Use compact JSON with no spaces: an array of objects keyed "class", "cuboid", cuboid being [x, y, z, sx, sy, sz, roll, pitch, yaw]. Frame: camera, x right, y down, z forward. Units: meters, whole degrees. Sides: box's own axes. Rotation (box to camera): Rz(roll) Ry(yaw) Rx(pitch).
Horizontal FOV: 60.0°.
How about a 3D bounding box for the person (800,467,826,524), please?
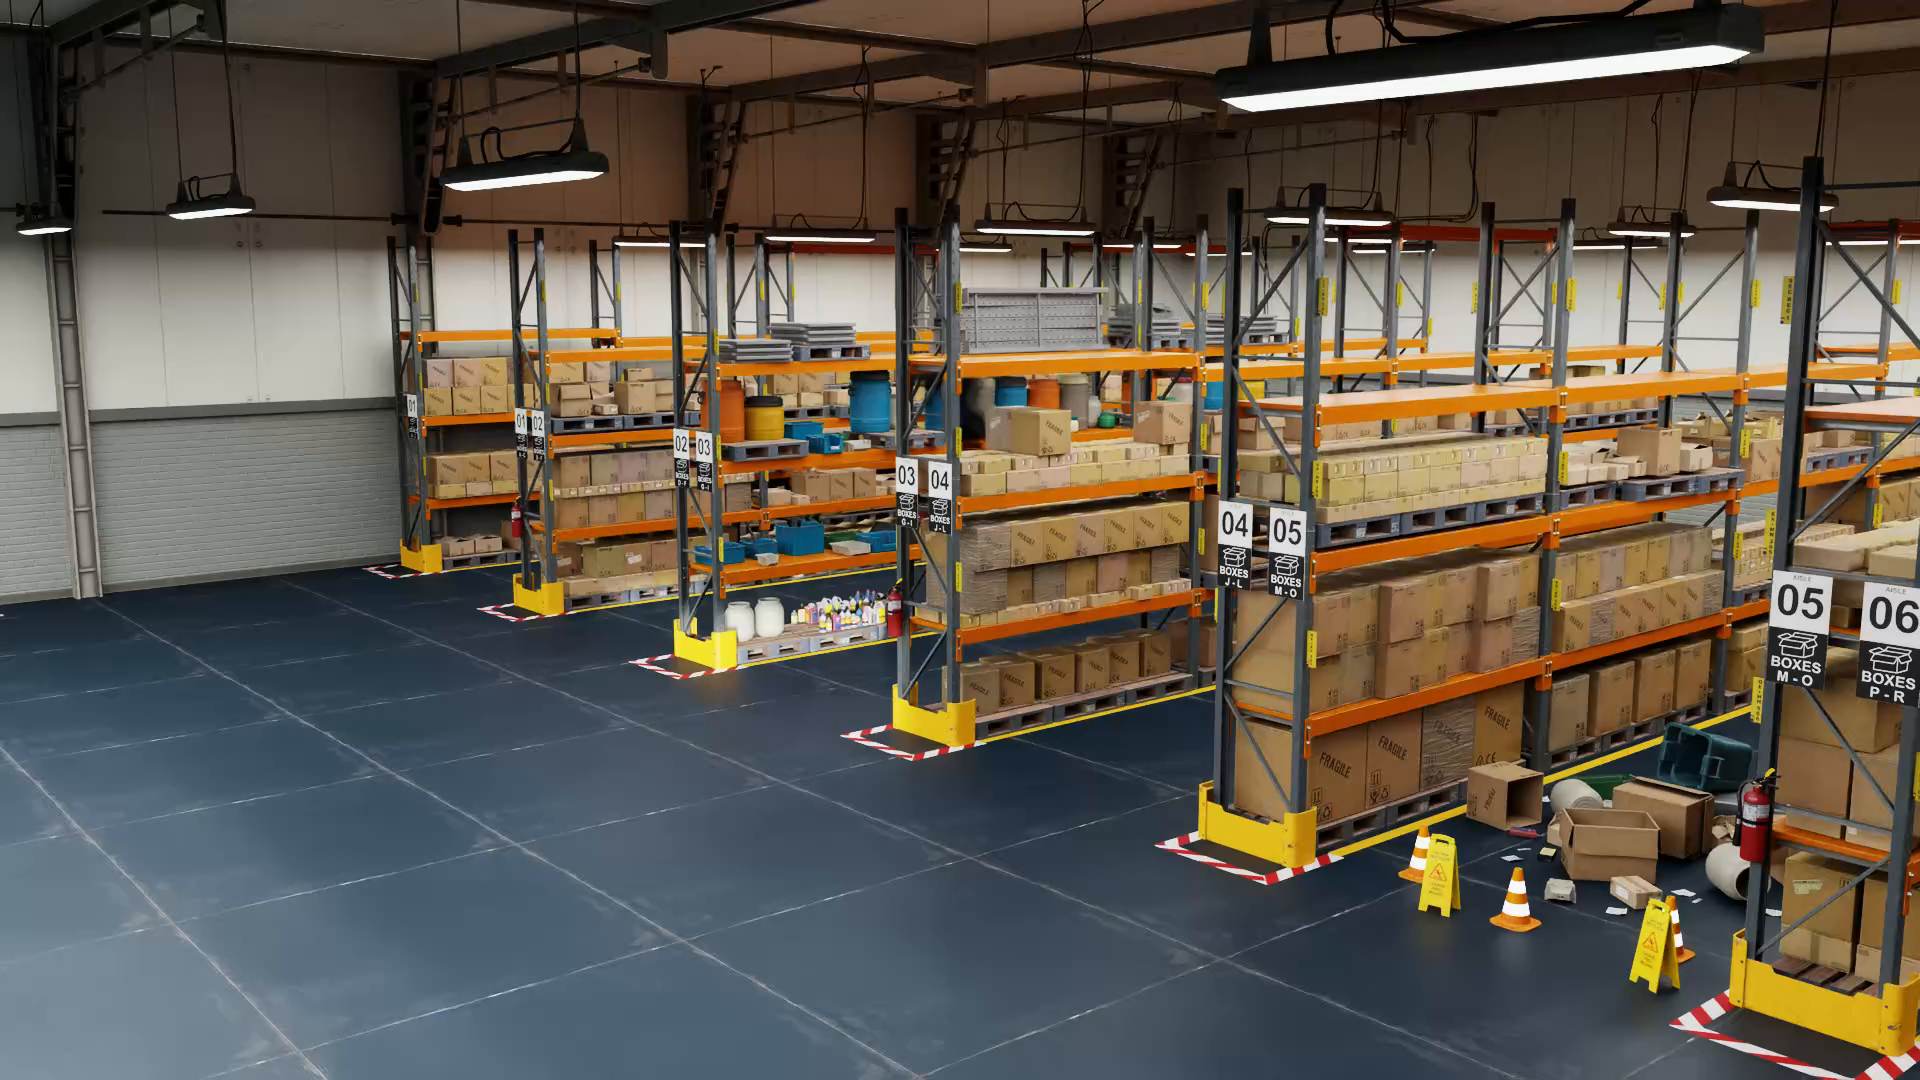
[{"class":"person","cuboid":[-2.944,-0.793,32.995,0.663,1.787,0.902,7,11,39]}]
